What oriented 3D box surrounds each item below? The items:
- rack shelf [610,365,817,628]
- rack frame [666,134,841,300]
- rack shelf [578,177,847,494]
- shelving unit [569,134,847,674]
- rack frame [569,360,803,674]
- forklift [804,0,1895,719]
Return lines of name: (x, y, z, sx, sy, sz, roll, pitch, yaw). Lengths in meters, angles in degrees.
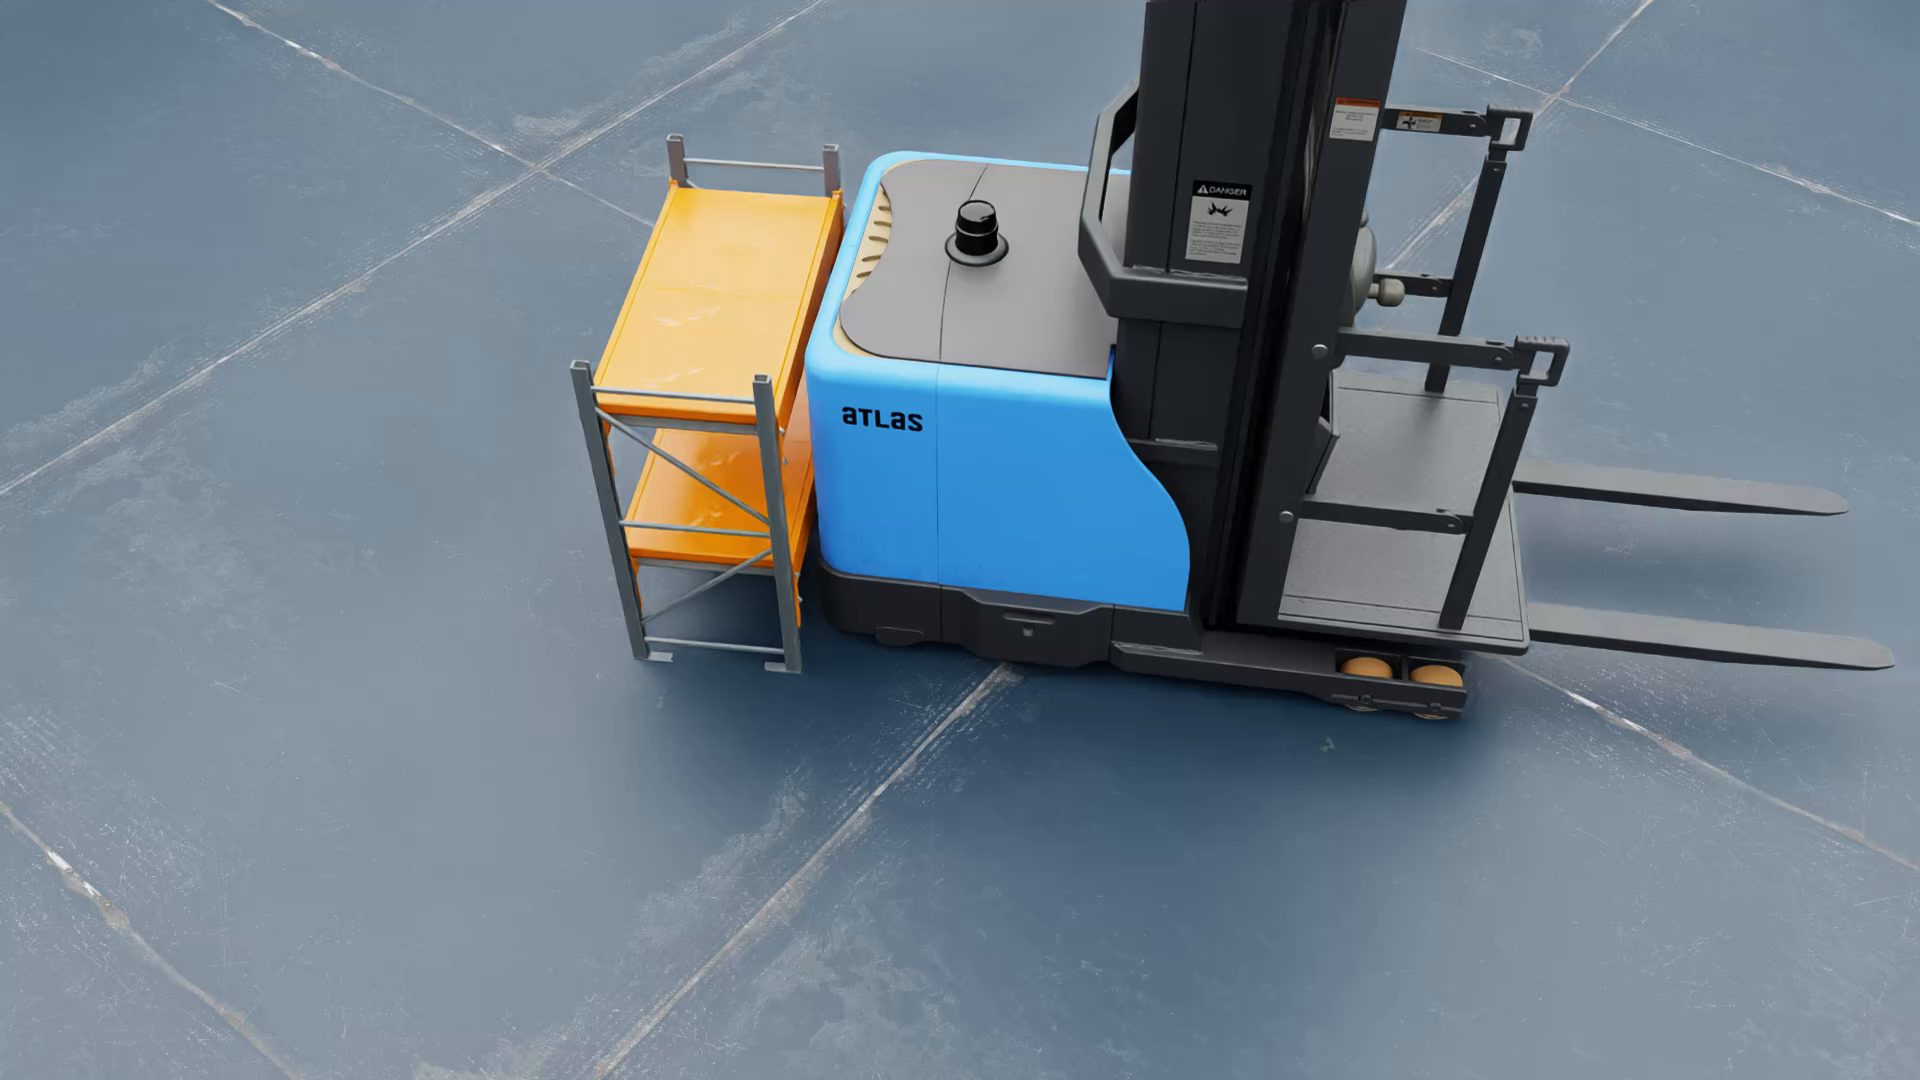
rack shelf: (-0.656, -0.223, 5.023, 0.538, 0.278, 1.000, 5, 46, 4)
rack frame: (-0.599, -0.757, 5.195, 0.500, 1.125, 0.032, 5, 46, 4)
rack shelf: (-0.656, -0.594, 4.635, 0.538, 0.278, 1.000, 5, 46, 4)
shelving unit: (-0.656, -0.392, 4.846, 0.538, 1.125, 1.048, 5, 46, 4)
rack frame: (-0.713, -0.026, 4.497, 0.500, 1.125, 0.032, 5, 46, 4)
forklift: (1.148, -0.914, 4.096, 3.031, 2.935, 1.130, 6, 47, 6)
